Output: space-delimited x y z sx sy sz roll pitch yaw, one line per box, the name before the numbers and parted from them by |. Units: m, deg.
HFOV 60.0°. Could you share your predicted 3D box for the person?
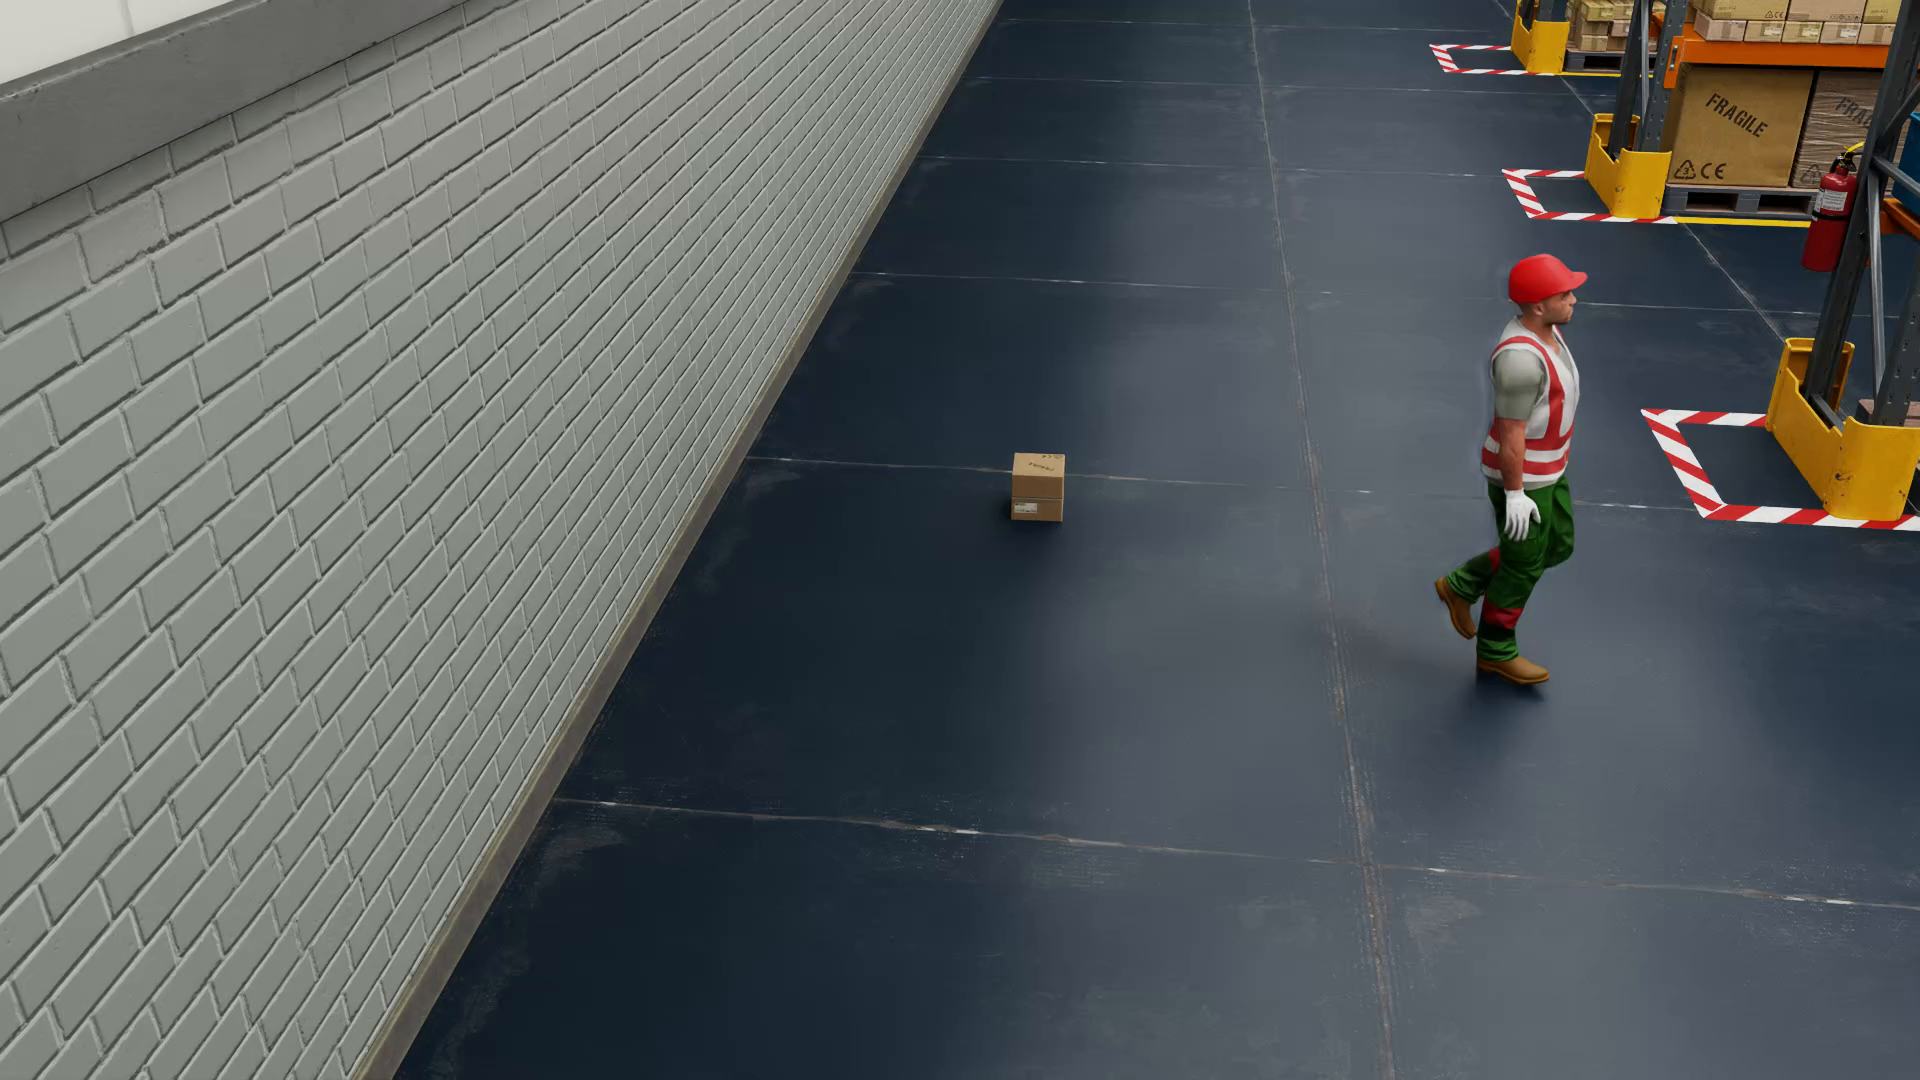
person | 2.197 -0.268 6.551 0.542 1.778 0.560 15 31 25
